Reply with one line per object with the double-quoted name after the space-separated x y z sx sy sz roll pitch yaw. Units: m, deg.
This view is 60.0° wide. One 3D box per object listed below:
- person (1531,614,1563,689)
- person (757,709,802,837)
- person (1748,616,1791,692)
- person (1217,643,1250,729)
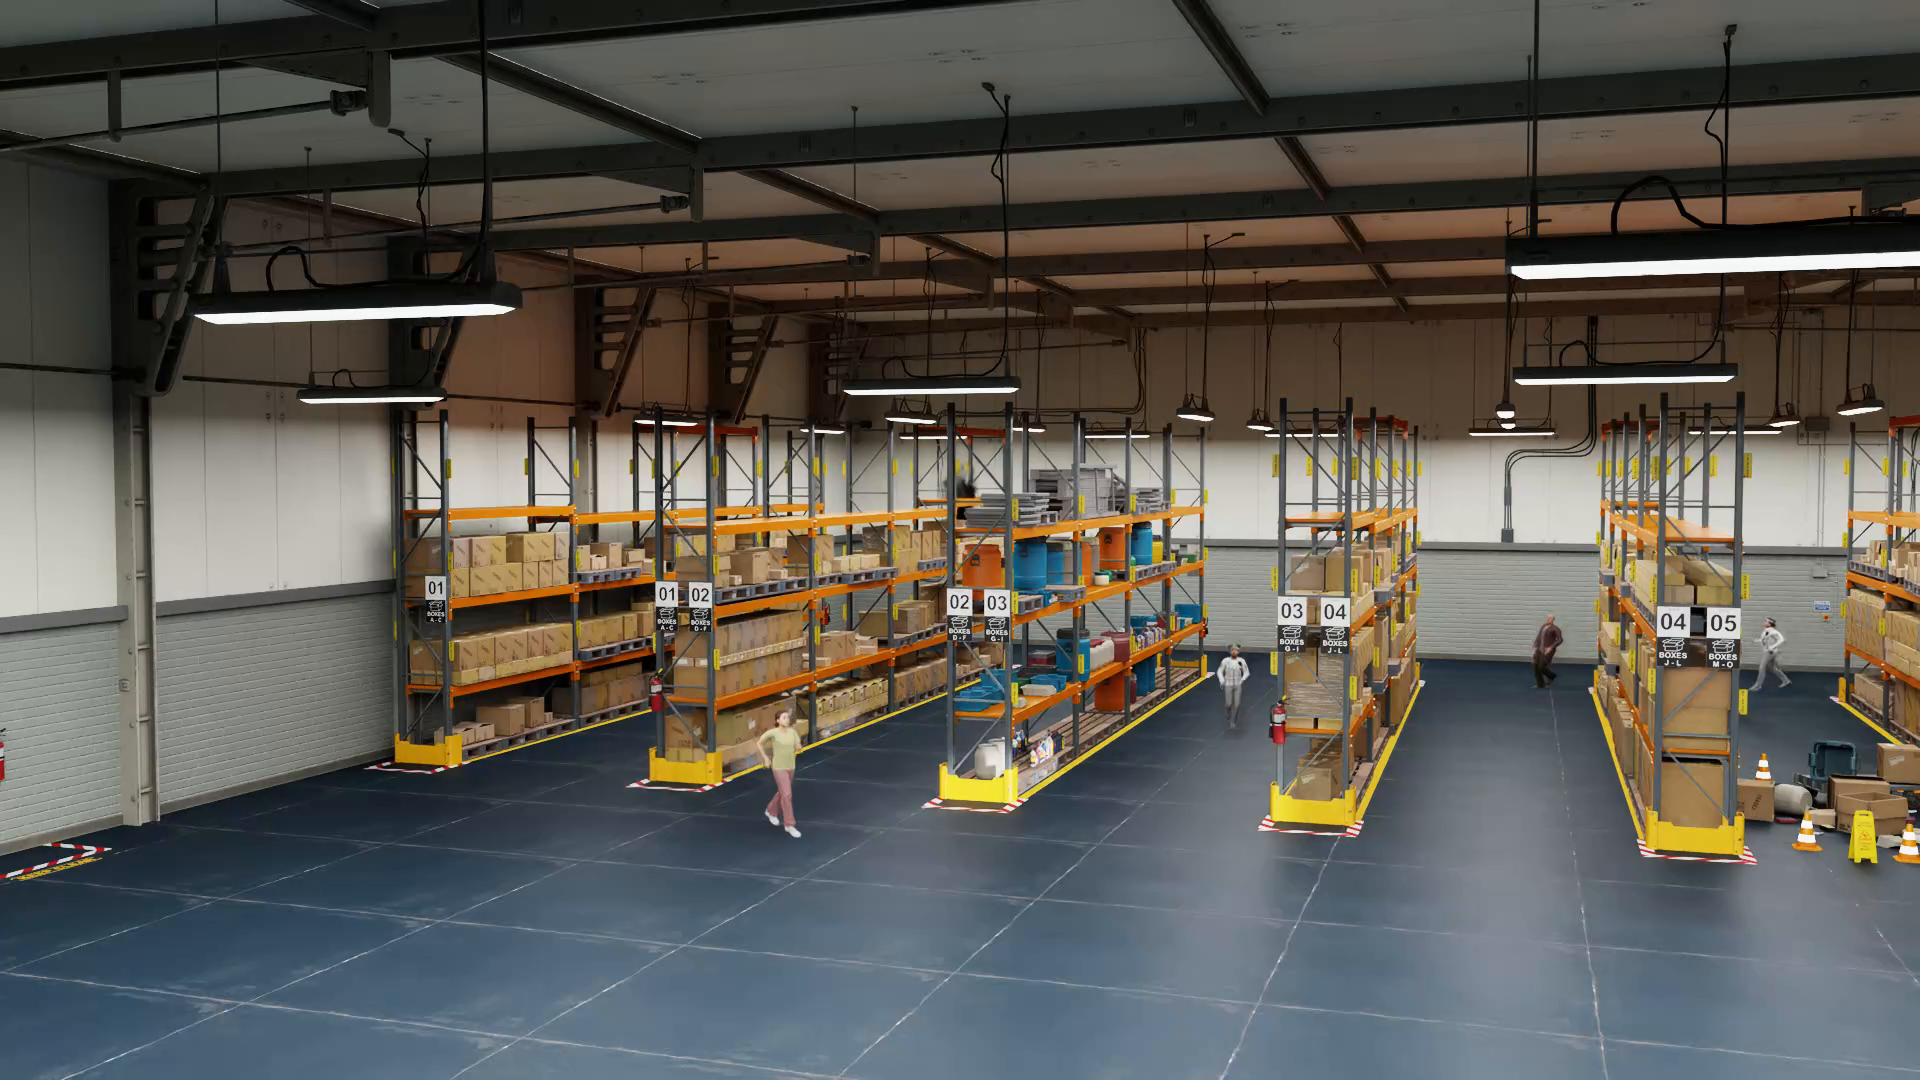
13.343 2.543 37.724 0.651 1.711 0.768 -1 3 -25 "person"
-2.428 3.244 22.835 0.563 1.521 0.919 -2 3 -43 "person"
18.150 2.554 37.271 0.857 1.725 0.619 1 3 14 "person"
5.278 2.804 32.070 0.614 1.650 0.552 0 2 6 "person"
